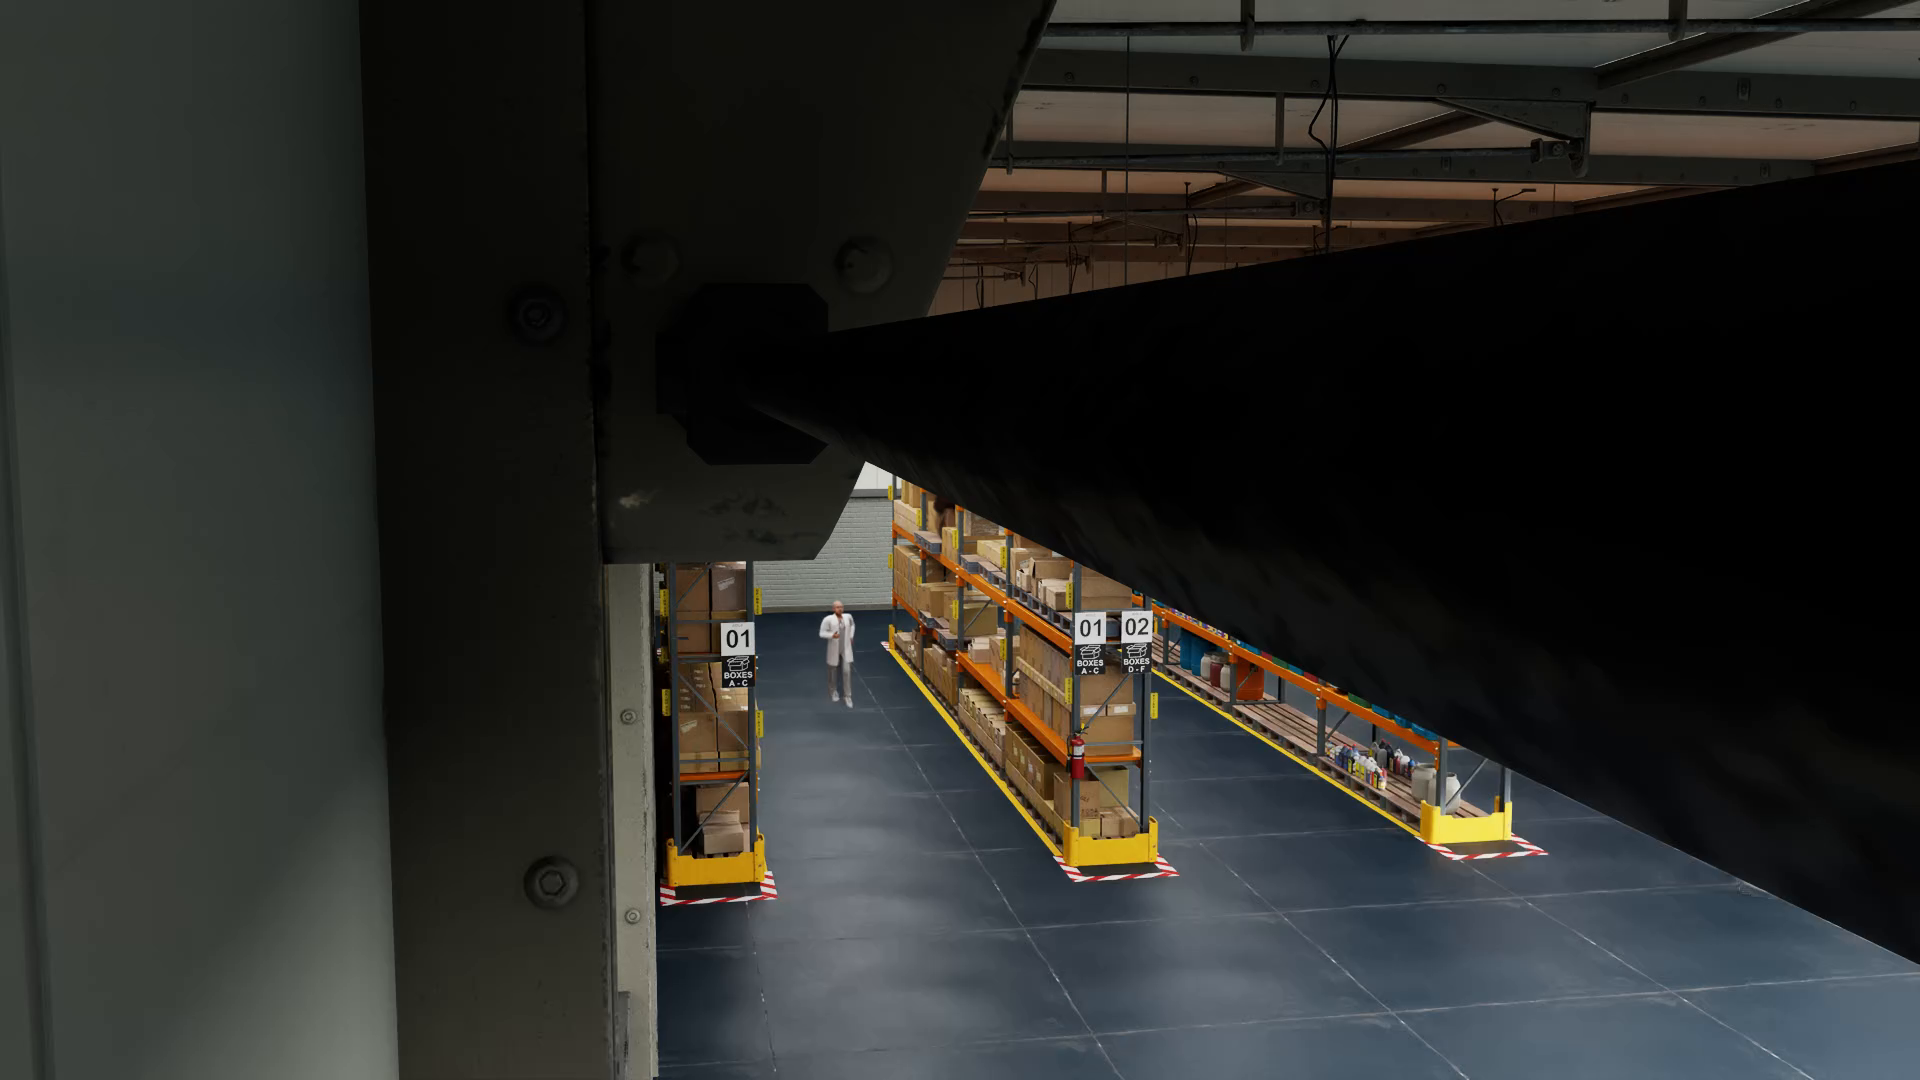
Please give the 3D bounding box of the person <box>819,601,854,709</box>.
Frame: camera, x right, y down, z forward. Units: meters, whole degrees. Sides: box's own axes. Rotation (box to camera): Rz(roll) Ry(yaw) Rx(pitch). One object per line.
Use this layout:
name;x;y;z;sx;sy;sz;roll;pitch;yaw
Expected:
person;-2.138;2.083;29.276;0.697;1.633;0.903;-2;6;-18
